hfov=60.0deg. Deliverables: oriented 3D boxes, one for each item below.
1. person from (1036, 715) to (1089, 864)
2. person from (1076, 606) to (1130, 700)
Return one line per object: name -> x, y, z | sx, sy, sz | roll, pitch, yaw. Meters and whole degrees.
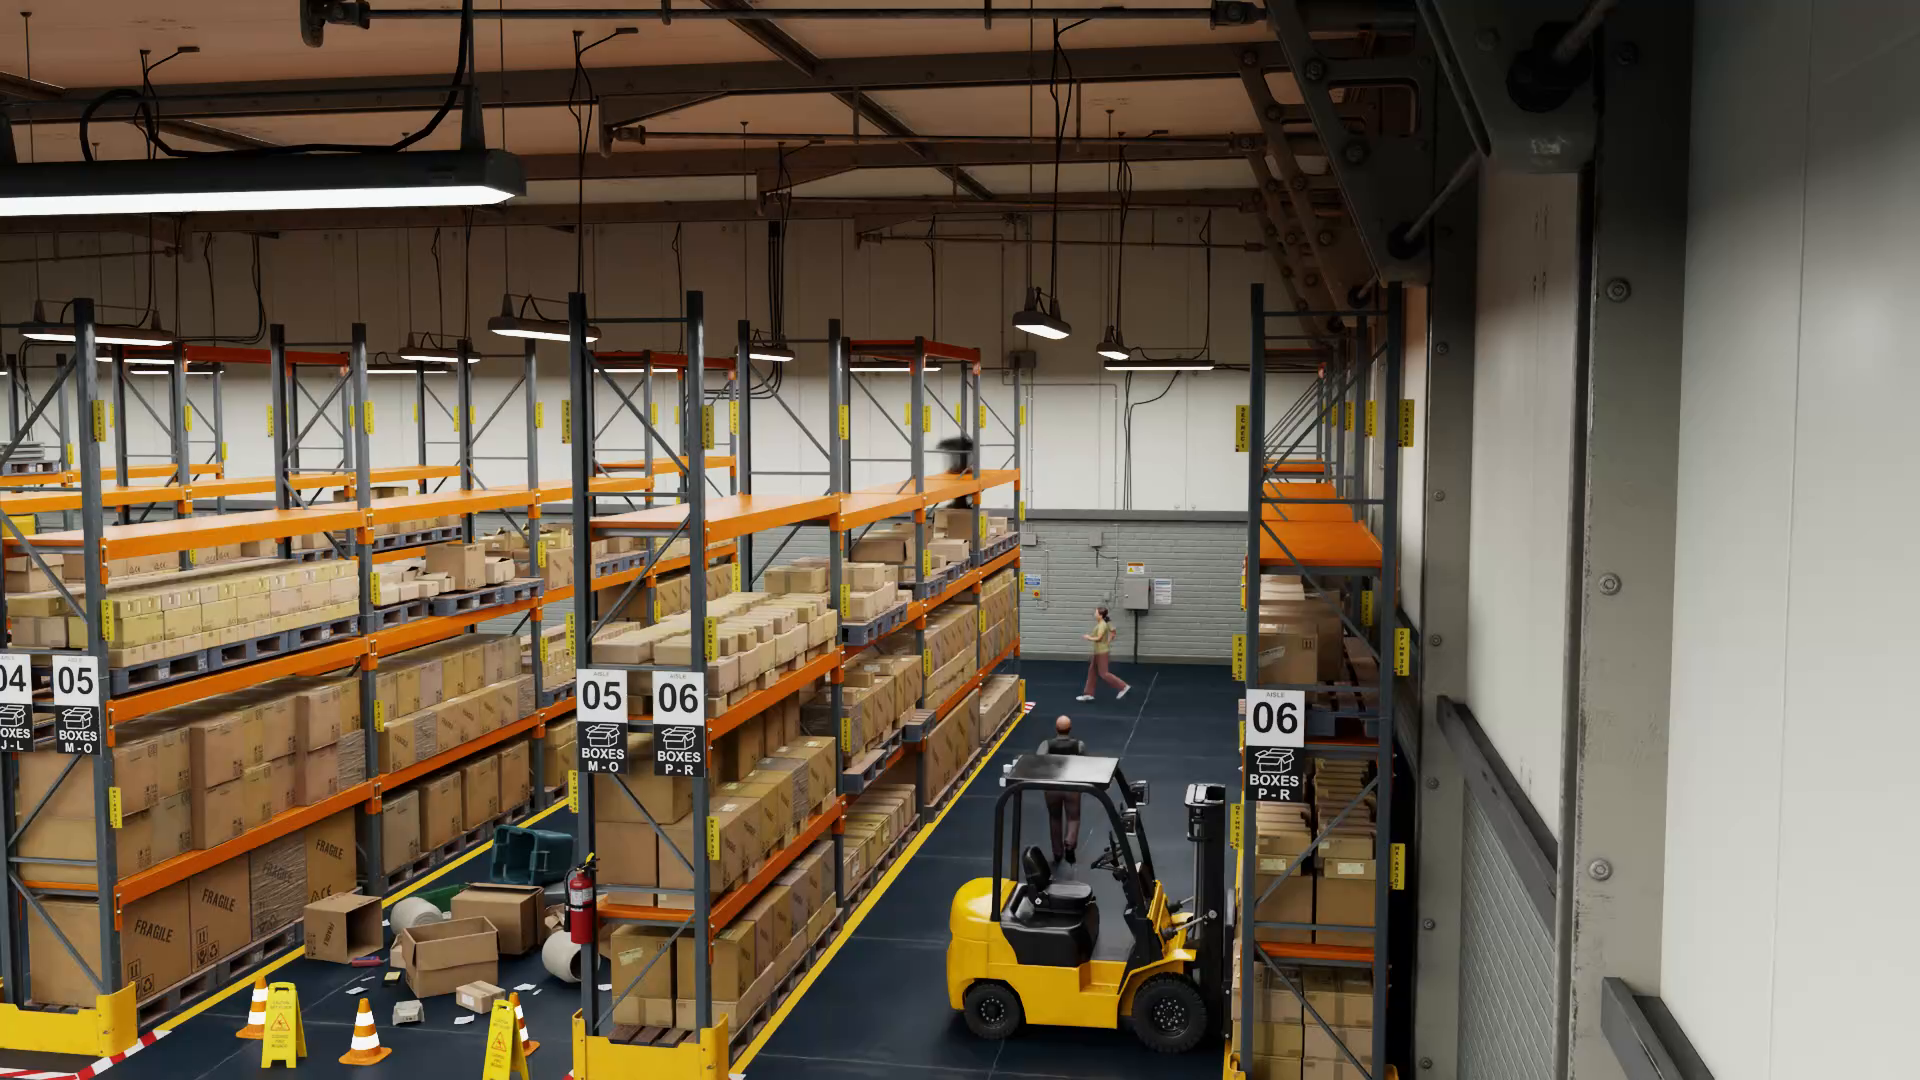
person -> 1.148, 2.810, 18.672 | 0.667, 1.698, 0.905 | 0, 5, 5
person -> 2.495, 1.985, 28.941 | 0.944, 1.646, 0.583 | 1, 5, 10
